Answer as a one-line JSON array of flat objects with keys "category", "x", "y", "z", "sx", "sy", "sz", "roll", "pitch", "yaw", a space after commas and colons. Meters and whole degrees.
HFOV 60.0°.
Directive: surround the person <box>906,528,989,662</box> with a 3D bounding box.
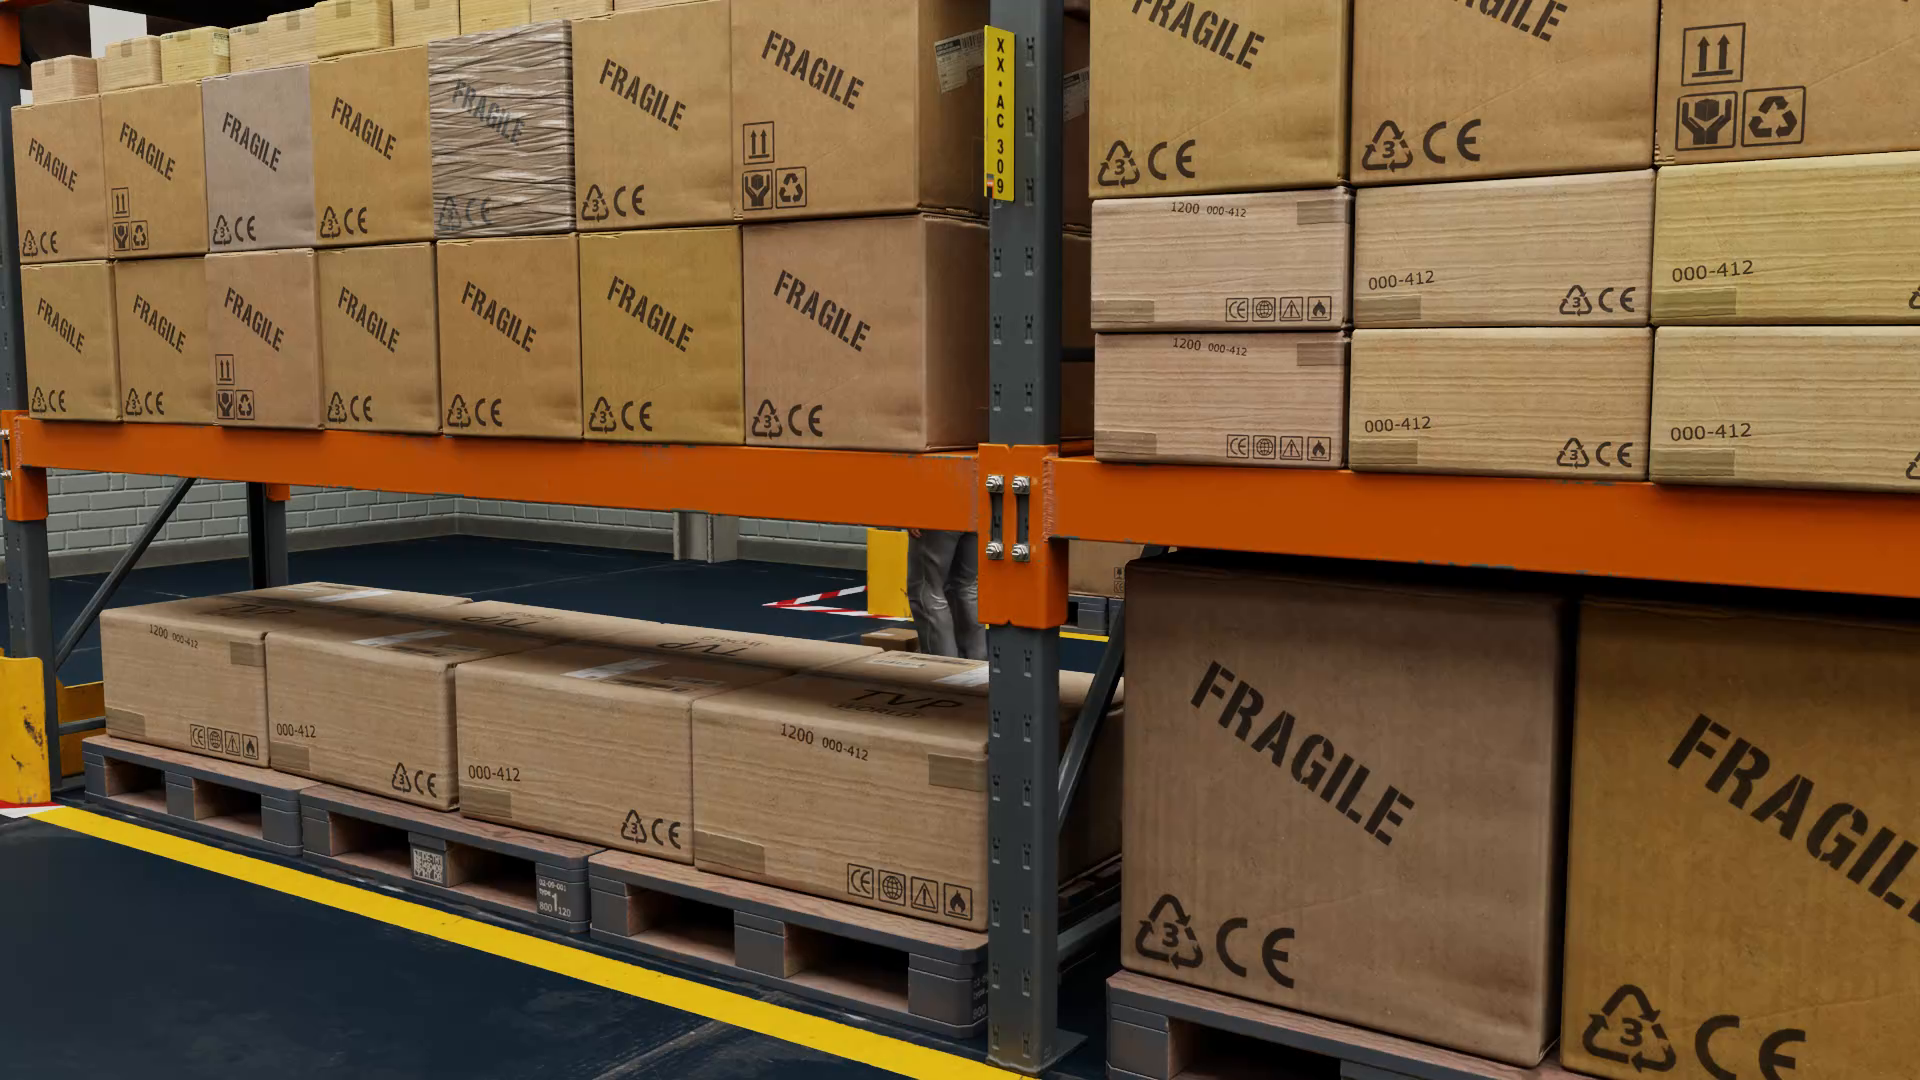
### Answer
[{"category": "person", "x": -0.061, "y": -0.188, "z": 7.368, "sx": 0.463, "sy": 1.770, "sz": 0.586, "roll": 4, "pitch": 7, "yaw": 30}]
